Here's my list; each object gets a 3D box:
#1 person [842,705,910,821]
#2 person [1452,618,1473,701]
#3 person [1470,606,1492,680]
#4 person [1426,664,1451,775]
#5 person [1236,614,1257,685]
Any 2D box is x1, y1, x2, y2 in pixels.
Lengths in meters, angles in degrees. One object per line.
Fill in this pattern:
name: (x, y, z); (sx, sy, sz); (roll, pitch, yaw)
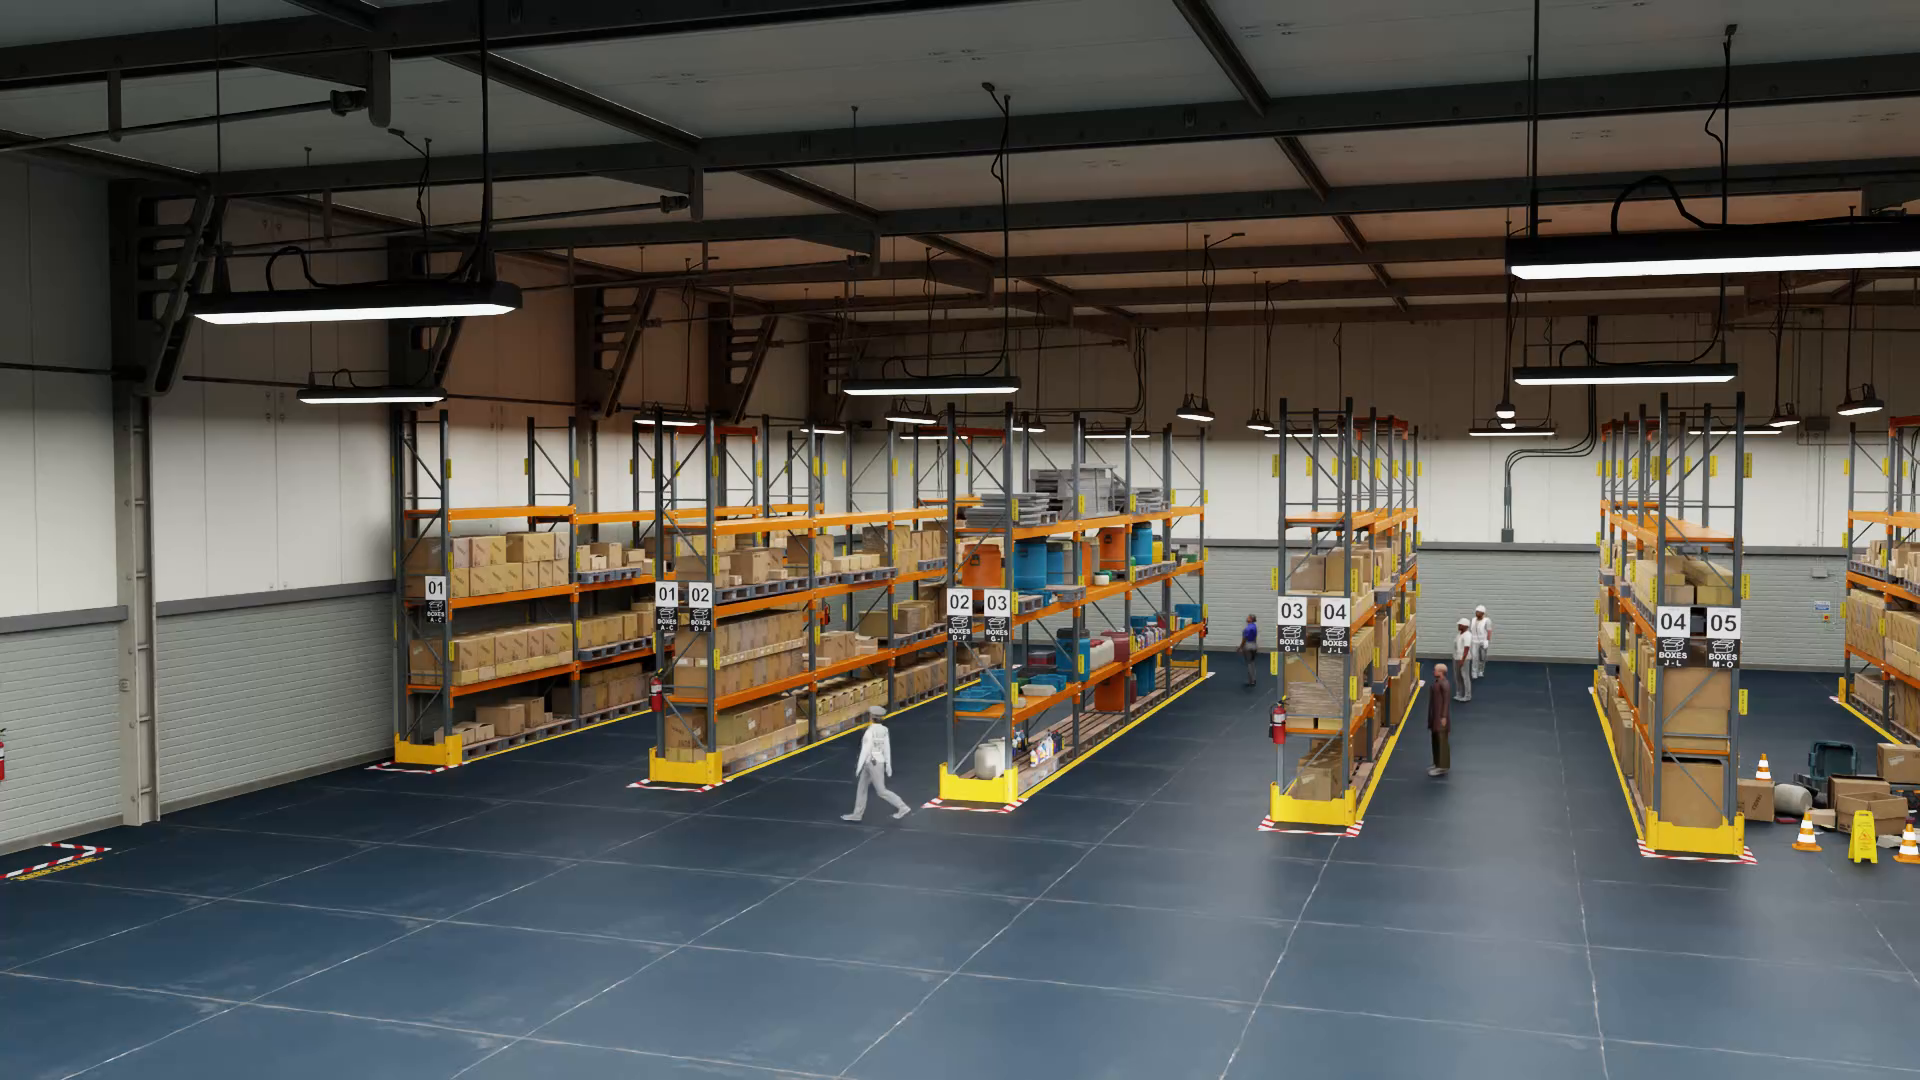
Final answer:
person: (-1.198, 3.163, 23.477); (0.930, 1.650, 0.428); (0, 2, -7)
person: (10.830, 2.575, 35.909); (0.463, 1.773, 0.585); (-1, 3, -19)
person: (12.311, 2.418, 39.287); (0.479, 1.713, 1.052); (1, 3, 14)
person: (7.849, 2.934, 27.401); (0.459, 1.787, 0.618); (0, 2, -7)
person: (6.657, 2.557, 38.408); (0.519, 1.715, 0.520); (-1, 3, -26)
